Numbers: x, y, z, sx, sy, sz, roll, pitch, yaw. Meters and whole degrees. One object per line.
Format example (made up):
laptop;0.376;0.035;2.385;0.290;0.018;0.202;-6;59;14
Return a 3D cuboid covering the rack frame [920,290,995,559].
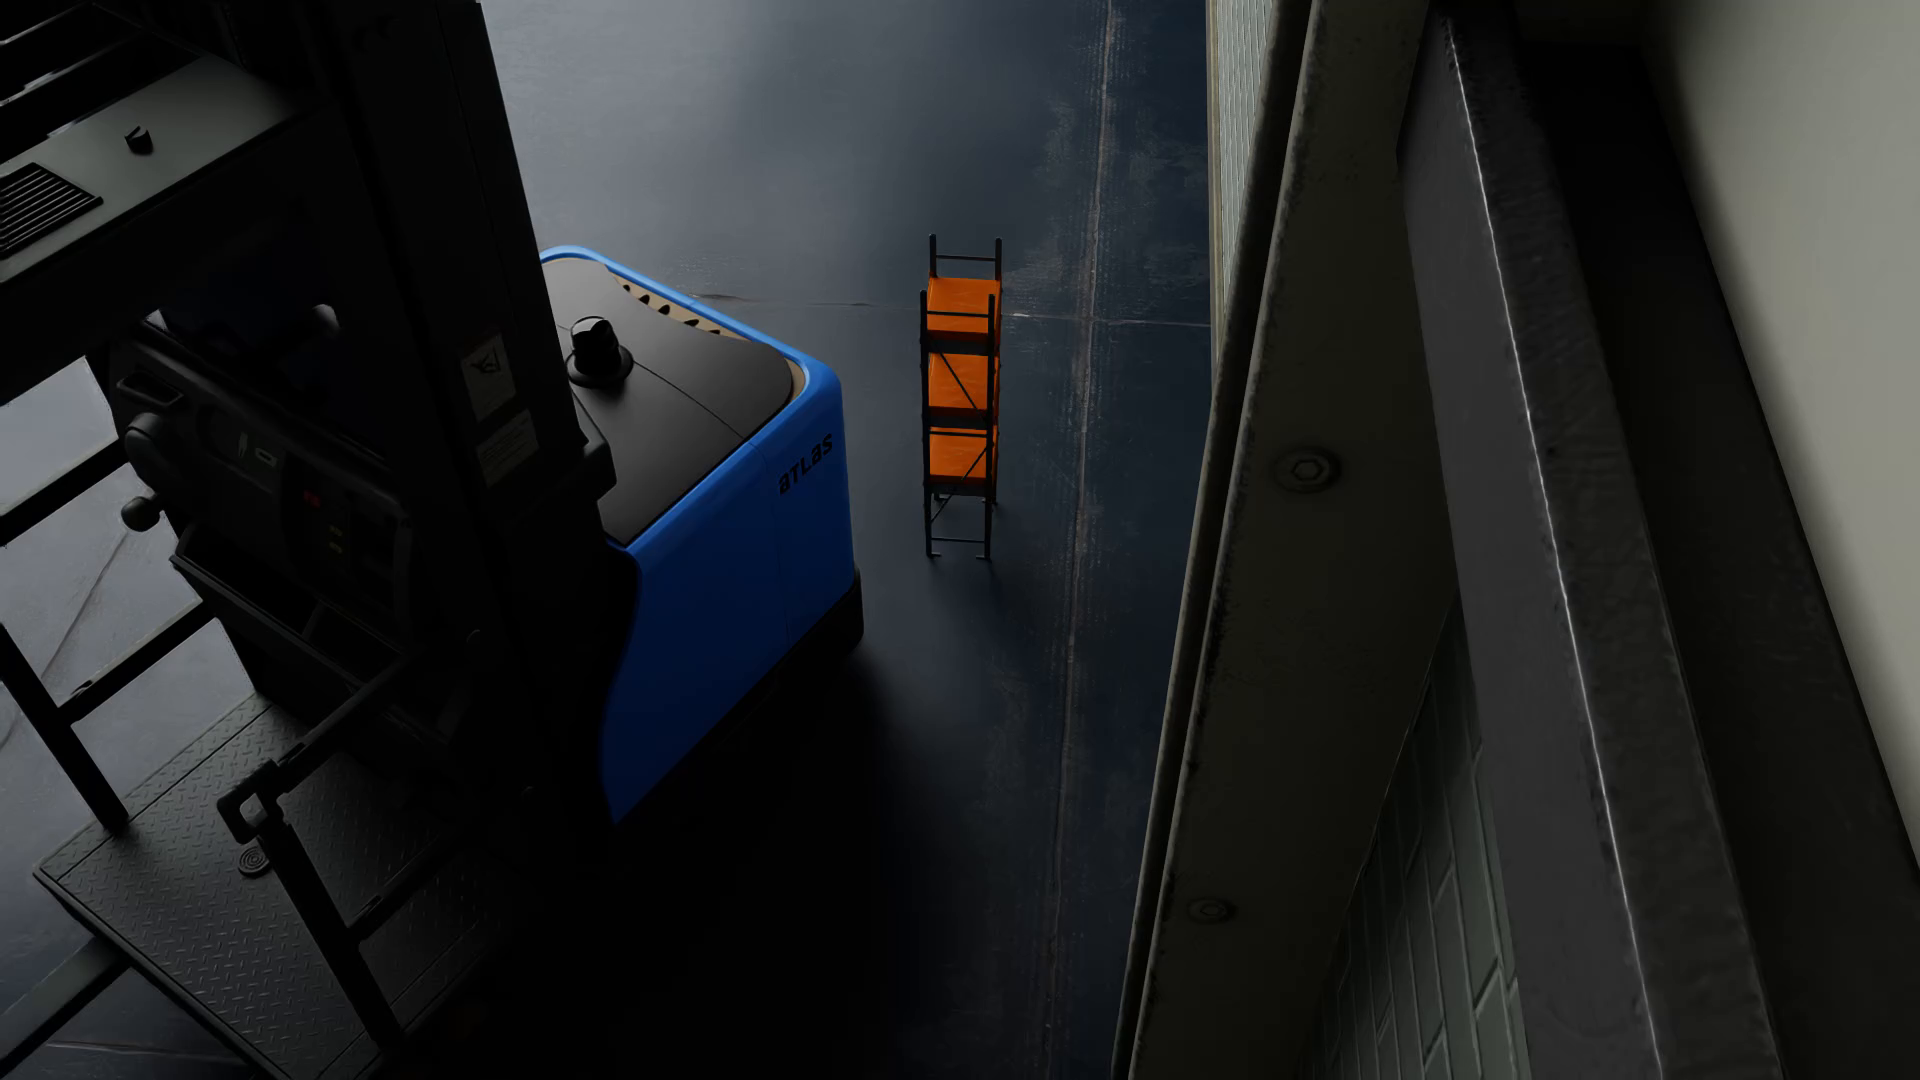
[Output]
rack frame;-0.006;-0.304;4.817;0.200;1.050;0.008;4;48;4

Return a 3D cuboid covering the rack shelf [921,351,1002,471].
rack shelf;0.005;-0.387;4.906;0.215;0.259;0.240;4;48;4

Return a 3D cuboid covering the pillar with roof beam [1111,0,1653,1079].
pillar with roof beam;-3.779;-1.896;0.885;9.100;9.000;0.400;4;48;4

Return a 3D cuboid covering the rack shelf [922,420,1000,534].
rack shelf;0.005;-0.199;5.111;0.215;0.259;0.240;4;48;4

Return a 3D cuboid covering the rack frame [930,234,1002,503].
rack frame;0.016;-0.483;4.981;0.200;1.050;0.008;4;48;4

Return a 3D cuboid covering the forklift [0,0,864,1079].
forklift;-1.544;-0.005;3.268;1.130;2.935;3.031;27;53;23

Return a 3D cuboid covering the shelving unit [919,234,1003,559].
shelving unit;0.005;-0.394;4.899;0.215;1.050;0.252;4;48;4

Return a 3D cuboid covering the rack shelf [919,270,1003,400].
rack shelf;0.005;-0.578;4.697;0.215;0.259;0.240;4;48;4
